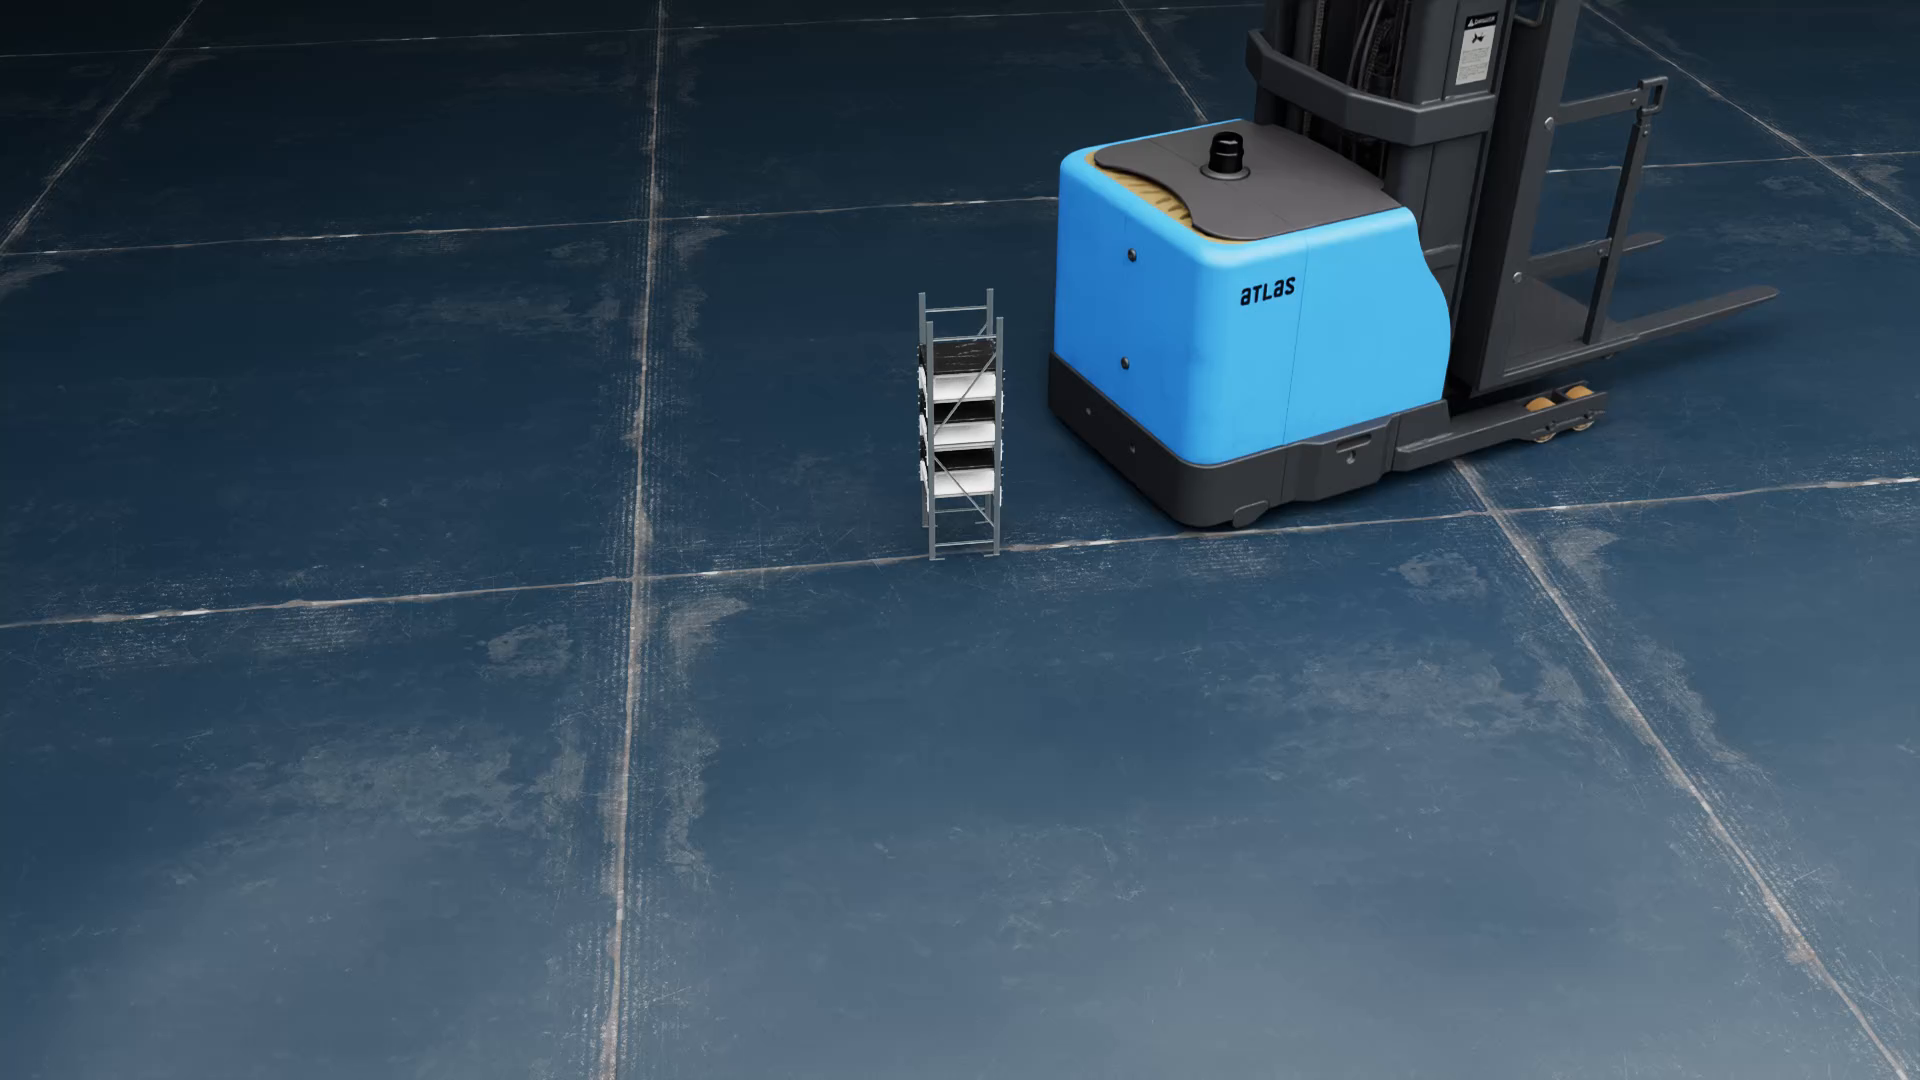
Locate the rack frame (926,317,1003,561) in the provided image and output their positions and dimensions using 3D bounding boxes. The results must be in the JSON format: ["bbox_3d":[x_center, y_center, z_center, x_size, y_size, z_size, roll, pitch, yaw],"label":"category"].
[{"bbox_3d":[0.015,-0.311,5.407,0.240,0.900,0.006,-4,35,-6],"label":"rack frame"}]

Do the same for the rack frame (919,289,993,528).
[{"bbox_3d":[-0.013,-0.424,5.573,0.240,0.900,0.006,-4,35,-6],"label":"rack frame"}]

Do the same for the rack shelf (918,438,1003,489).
[{"bbox_3d":[0.001,-0.265,5.559,0.258,0.077,0.200,-4,35,-6],"label":"rack shelf"}]

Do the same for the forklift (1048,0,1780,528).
[{"bbox_3d":[1.887,-1.828,5.829,3.031,2.935,1.130,-16,37,-22],"label":"forklift"}]

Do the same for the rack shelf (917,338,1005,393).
[{"bbox_3d":[0.001,-0.563,5.357,0.258,0.077,0.200,-4,35,-6],"label":"rack shelf"}]

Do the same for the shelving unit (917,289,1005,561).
[{"bbox_3d":[0.001,-0.367,5.490,0.258,0.900,0.210,-4,35,-6],"label":"shelving unit"}]

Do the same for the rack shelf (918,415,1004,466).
[{"bbox_3d":[0.001,-0.340,5.509,0.258,0.077,0.200,-4,35,-6],"label":"rack shelf"}]

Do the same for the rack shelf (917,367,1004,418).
[{"bbox_3d":[0.001,-0.489,5.407,0.258,0.077,0.200,-4,35,-6],"label":"rack shelf"}]

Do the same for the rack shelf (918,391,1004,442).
[{"bbox_3d":[0.001,-0.414,5.458,0.258,0.077,0.200,-4,35,-6],"label":"rack shelf"}]

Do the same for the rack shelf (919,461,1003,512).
[{"bbox_3d":[0.001,-0.191,5.610,0.258,0.077,0.200,-4,35,-6],"label":"rack shelf"}]
